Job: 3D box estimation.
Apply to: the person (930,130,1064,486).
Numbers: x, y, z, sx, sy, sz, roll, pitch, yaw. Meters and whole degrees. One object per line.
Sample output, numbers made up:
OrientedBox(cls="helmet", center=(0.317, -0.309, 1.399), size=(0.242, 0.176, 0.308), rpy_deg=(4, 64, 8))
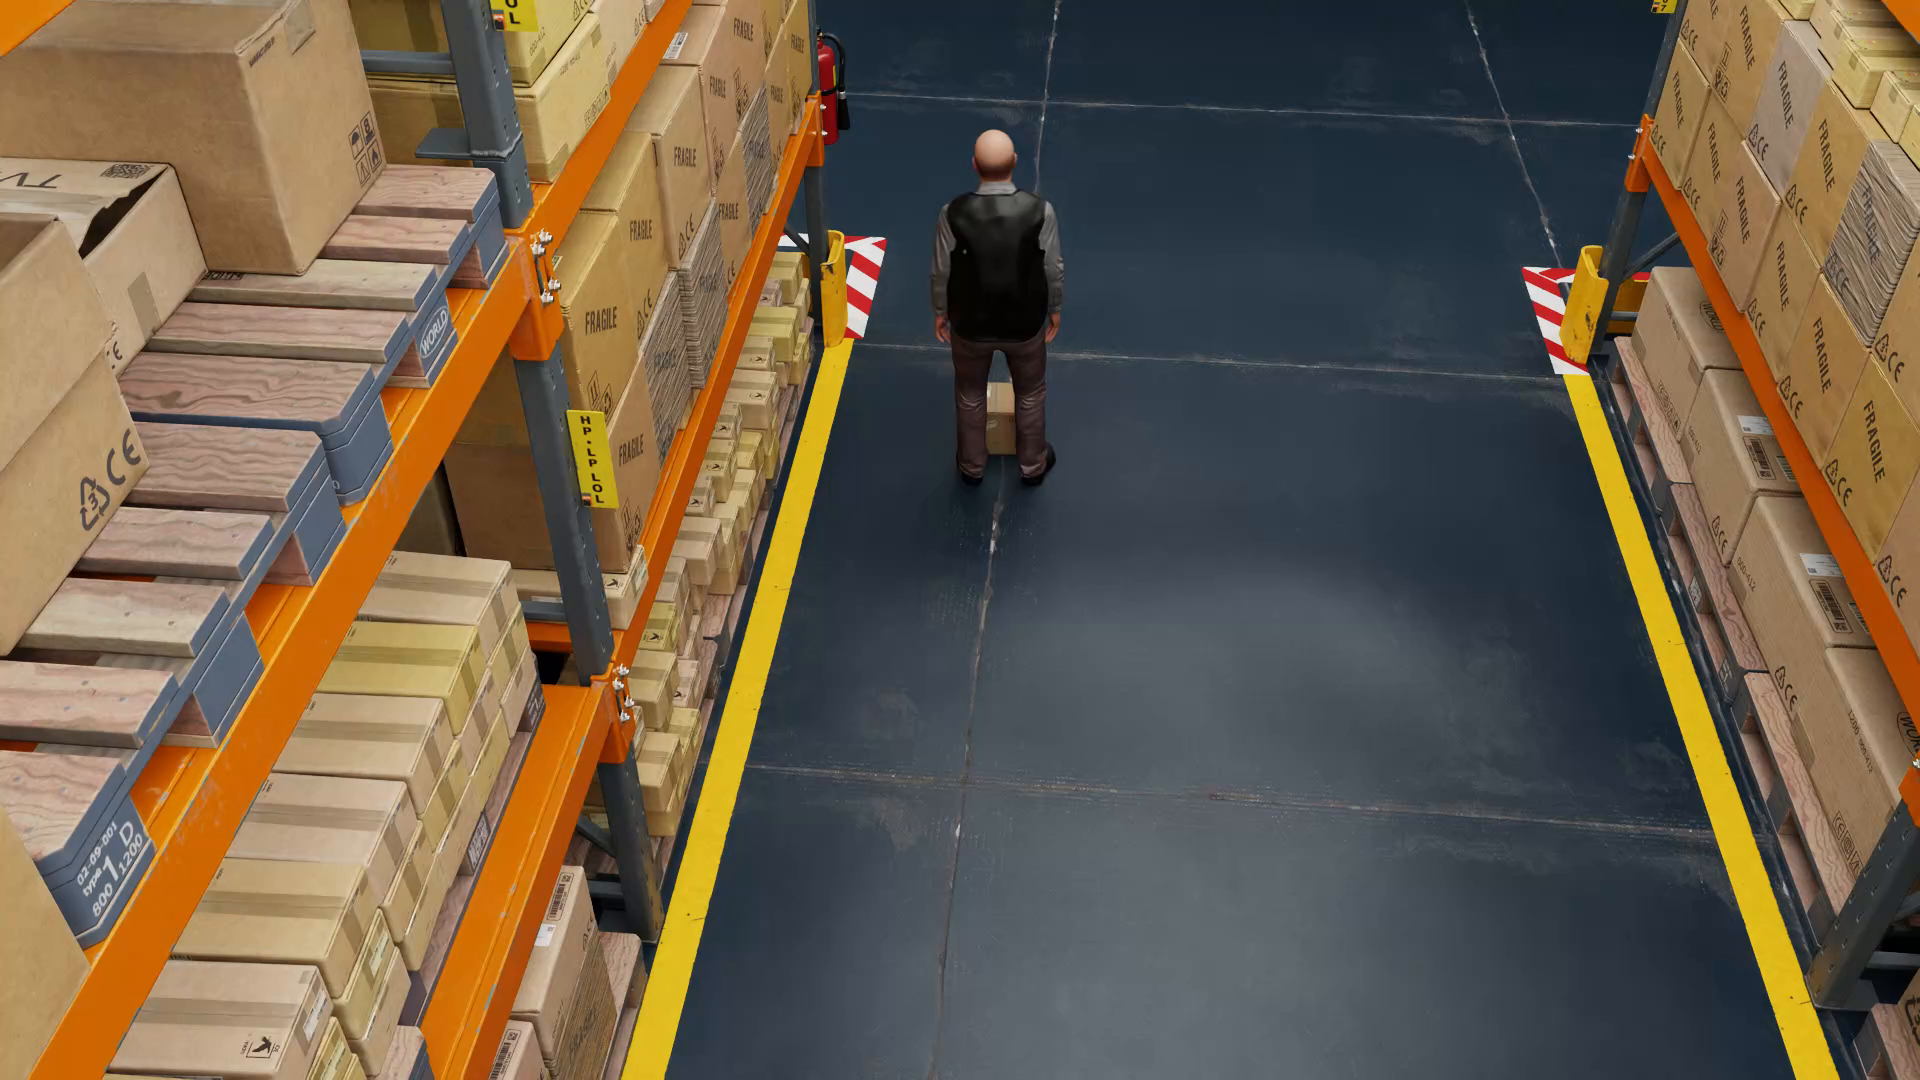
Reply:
OrientedBox(cls="person", center=(0.165, -0.970, 7.340), size=(0.587, 1.720, 0.424), rpy_deg=(0, 40, 1))
